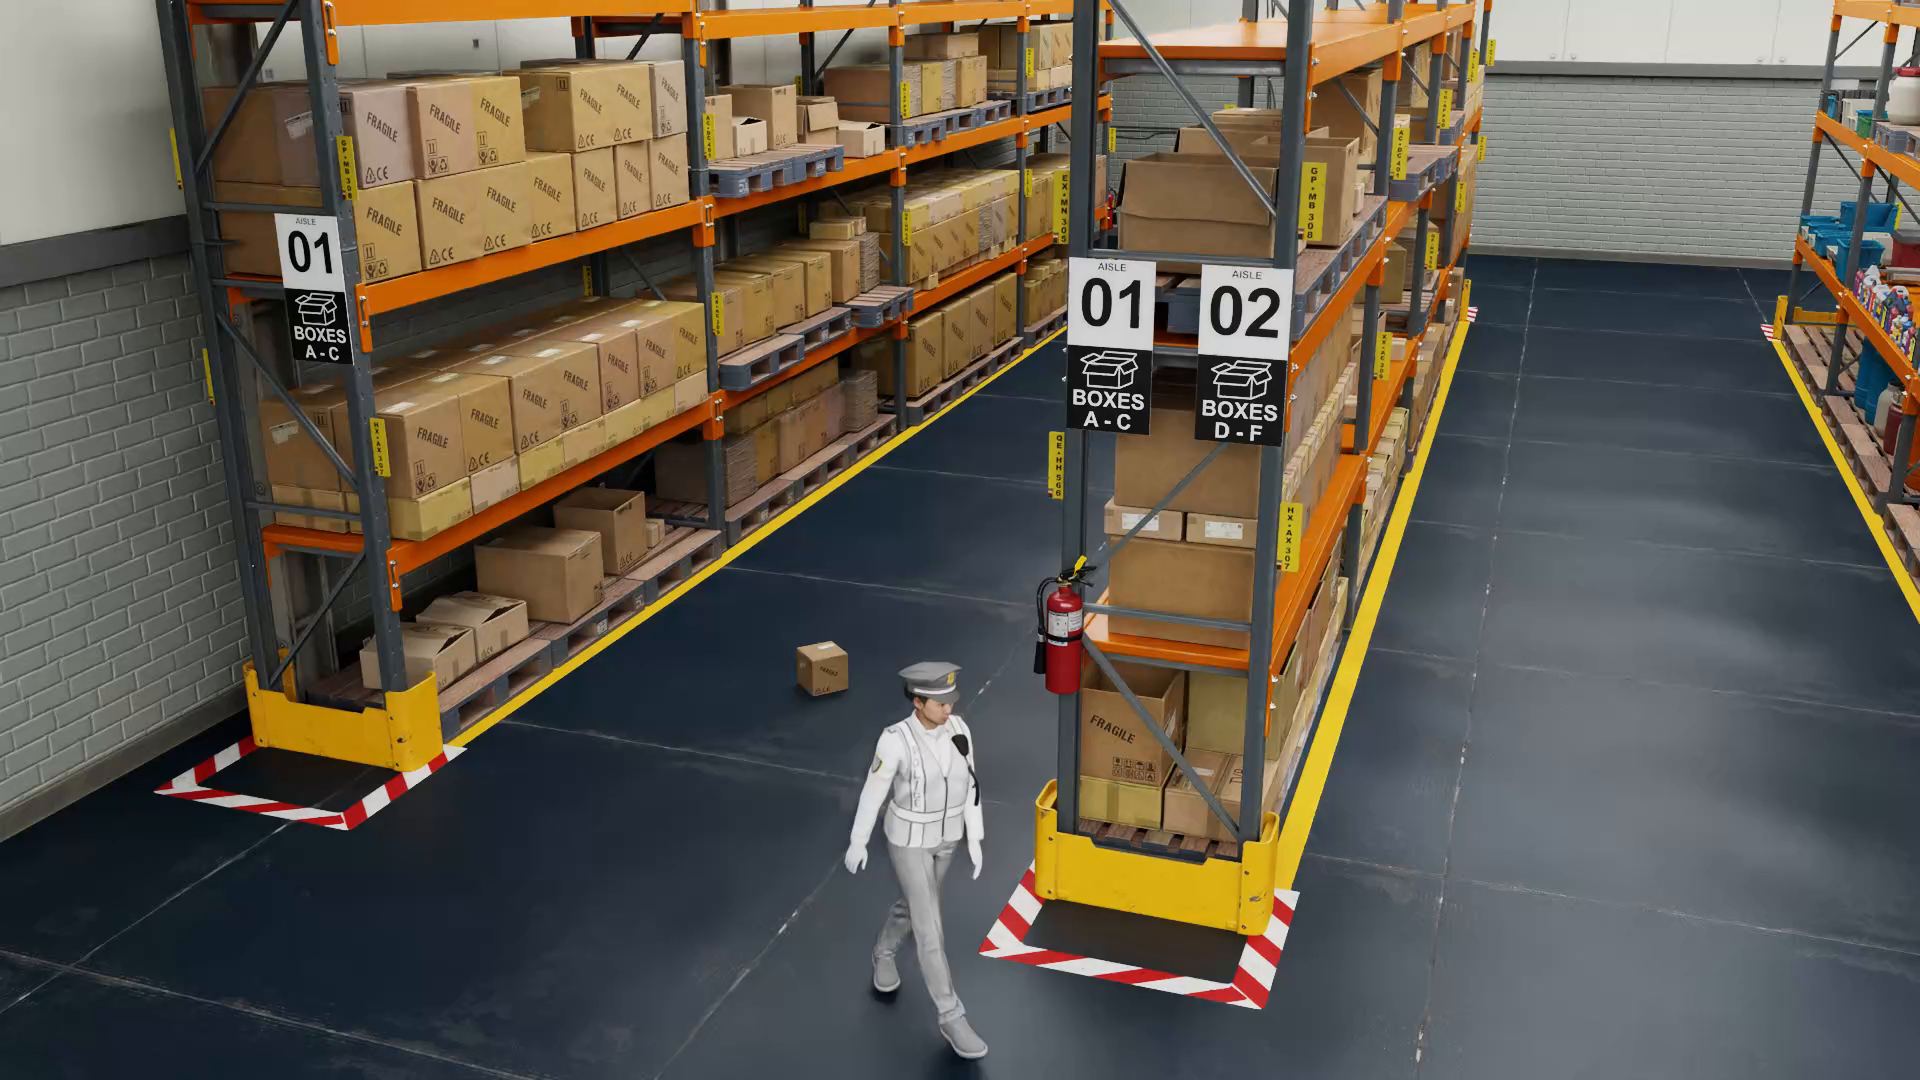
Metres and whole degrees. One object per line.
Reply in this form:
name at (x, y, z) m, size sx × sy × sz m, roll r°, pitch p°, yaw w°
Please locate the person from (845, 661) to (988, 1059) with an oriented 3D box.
person at (-0.123, 1.321, 7.147) m, size 0.556 × 1.615 × 0.919 m, roll -14°, pitch 23°, yaw -35°
